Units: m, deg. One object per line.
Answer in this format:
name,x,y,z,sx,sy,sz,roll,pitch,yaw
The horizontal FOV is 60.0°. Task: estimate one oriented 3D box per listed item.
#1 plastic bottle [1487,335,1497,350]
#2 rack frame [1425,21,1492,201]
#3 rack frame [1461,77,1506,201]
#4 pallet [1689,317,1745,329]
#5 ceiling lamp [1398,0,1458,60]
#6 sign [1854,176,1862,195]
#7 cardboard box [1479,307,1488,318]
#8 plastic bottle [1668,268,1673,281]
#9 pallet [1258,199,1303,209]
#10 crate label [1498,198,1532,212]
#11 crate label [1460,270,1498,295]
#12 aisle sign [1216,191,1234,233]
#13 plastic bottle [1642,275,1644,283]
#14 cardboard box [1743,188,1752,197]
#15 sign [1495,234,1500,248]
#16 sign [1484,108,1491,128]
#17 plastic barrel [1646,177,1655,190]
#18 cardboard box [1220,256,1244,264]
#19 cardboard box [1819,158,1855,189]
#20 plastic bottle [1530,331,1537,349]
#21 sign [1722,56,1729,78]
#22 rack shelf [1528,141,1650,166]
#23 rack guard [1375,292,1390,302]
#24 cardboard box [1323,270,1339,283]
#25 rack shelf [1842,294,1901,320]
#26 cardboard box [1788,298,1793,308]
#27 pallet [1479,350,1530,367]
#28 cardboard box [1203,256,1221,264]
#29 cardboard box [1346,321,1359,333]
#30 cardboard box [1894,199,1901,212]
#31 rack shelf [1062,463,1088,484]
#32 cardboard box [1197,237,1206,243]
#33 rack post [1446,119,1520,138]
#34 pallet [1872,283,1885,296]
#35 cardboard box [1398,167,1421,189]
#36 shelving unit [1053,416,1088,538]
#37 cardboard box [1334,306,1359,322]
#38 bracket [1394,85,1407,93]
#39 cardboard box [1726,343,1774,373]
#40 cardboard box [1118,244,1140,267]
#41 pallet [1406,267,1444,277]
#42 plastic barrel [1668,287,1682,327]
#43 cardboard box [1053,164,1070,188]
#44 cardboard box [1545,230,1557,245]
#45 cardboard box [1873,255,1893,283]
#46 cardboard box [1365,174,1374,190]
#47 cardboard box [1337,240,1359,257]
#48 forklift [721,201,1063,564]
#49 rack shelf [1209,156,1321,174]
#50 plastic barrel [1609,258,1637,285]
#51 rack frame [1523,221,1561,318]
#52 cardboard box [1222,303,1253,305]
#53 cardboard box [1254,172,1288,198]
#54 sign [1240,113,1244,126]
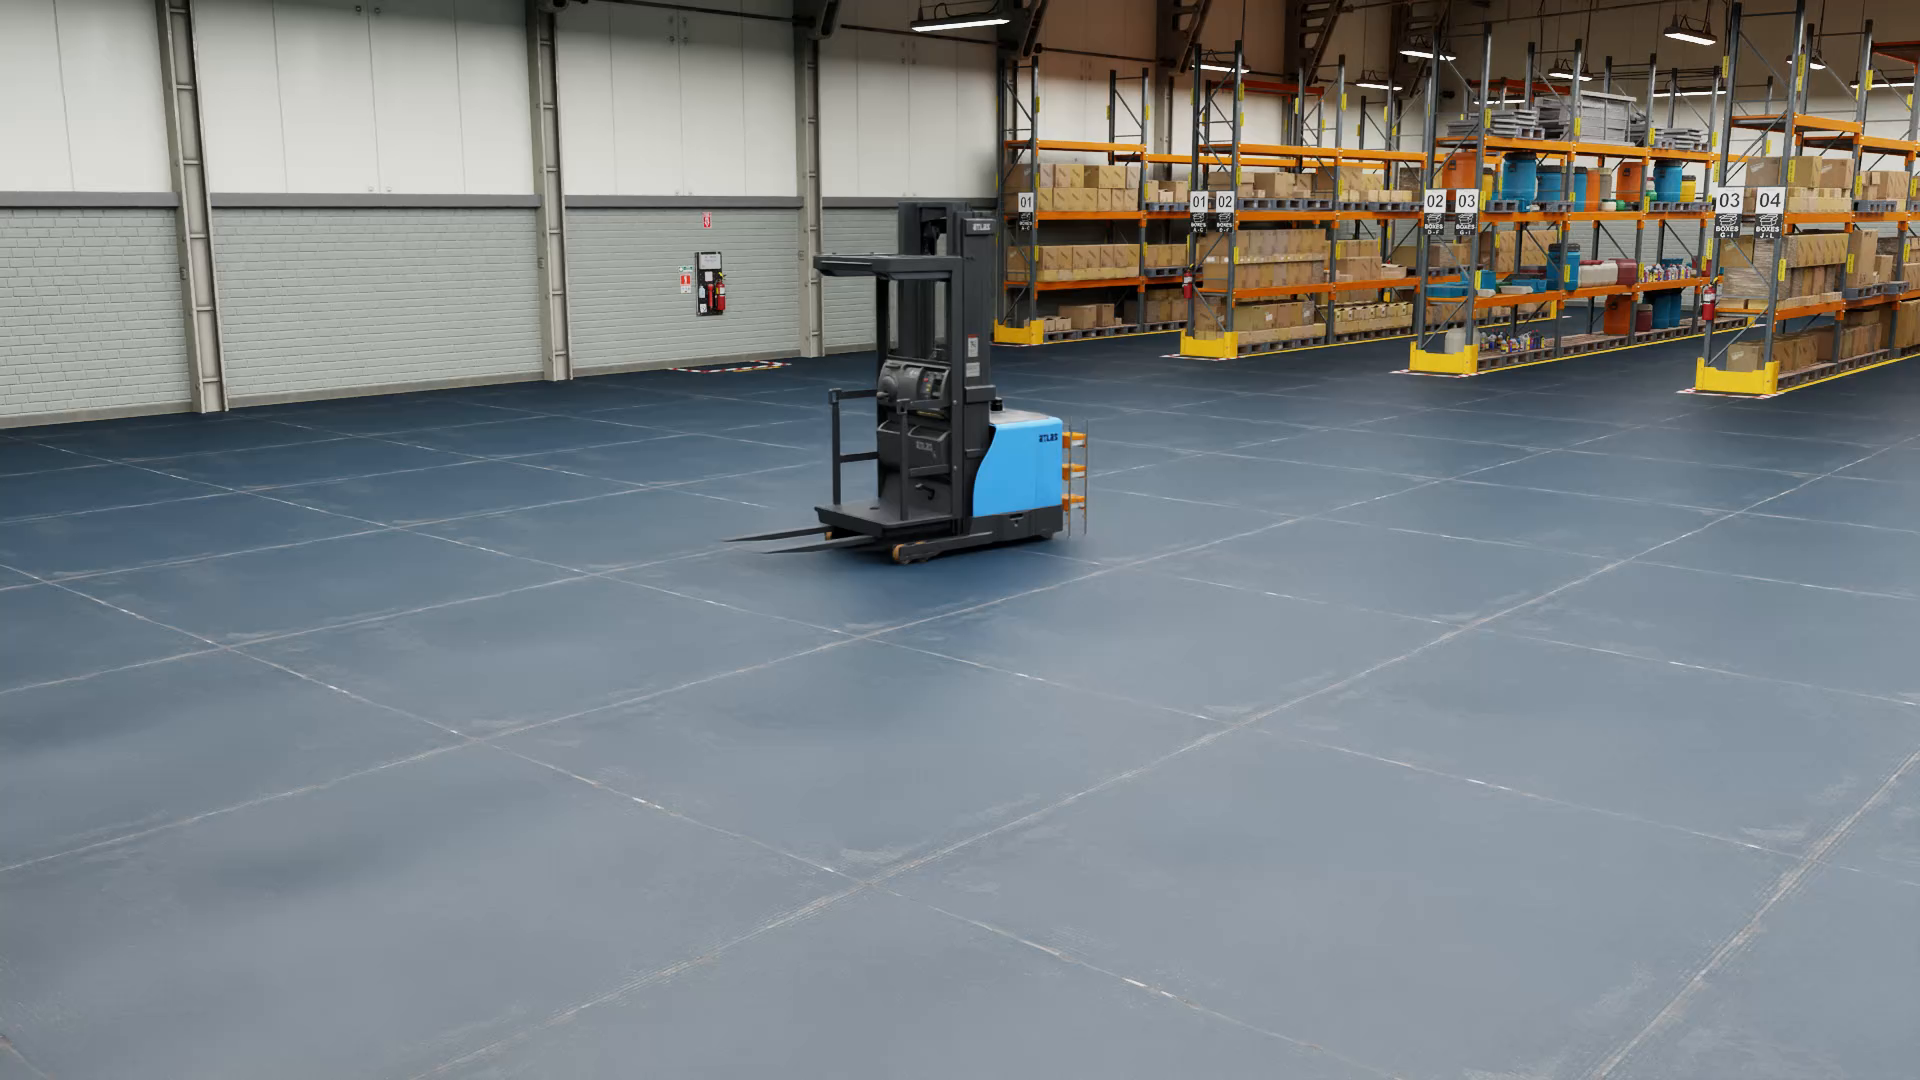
plastic bottle,10.186,-3.788,31.851,0.152,0.276,0.135,10,15,40
rack frame,8.667,-7.433,28.949,1.000,3.000,0.127,10,15,40
rack frame,12.870,-9.839,40.998,1.000,3.000,0.127,10,15,40
pallet,18.656,-5.361,41.013,1.003,0.211,1.213,10,15,40
ceiling lamp,9.528,-11.155,32.682,0.800,3.185,2.000,10,15,40
sign,15.441,-6.094,28.587,0.100,0.325,0.005,10,15,40
cardboard box,12.760,-5.778,41.238,0.500,0.500,0.500,10,15,40
plastic bottle,15.755,-5.914,36.978,0.152,0.276,0.135,10,15,40
pallet,6.241,-6.840,33.868,1.003,0.211,1.213,10,15,40
crate label,10.151,-6.121,30.422,0.502,0.251,0.408,10,15,40
crate label,9.679,-4.814,31.064,0.502,0.435,0.616,10,15,40
aisle sign,5.136,-6.357,32.244,0.394,0.787,0.004,10,15,40
plastic bottle,14.638,-5.620,35.698,0.097,0.201,0.097,0,11,0
cardboard box,12.337,-5.524,26.419,0.380,0.149,0.250,10,15,40
sign,13.290,-7.394,41.115,0.100,0.325,0.005,10,15,40
sign,9.078,-7.258,28.610,0.100,0.325,0.005,10,15,40
plastic barrel,15.005,-7.692,36.485,0.433,0.535,0.433,0,11,0
cardboard box,5.370,-5.529,32.822,0.380,0.149,0.250,10,15,40
cardboard box,14.923,-6.251,28.399,0.500,0.500,0.500,9,15,39
plastic bottle,10.973,-3.836,31.897,0.144,0.351,0.185,9,14,38
sign,11.985,-7.403,26.010,0.100,0.325,0.005,10,15,40
rack shelf,12.628,-7.766,33.478,1.077,0.370,4.000,10,15,40
rack guard,11.803,-6.903,47.998,1.175,0.500,0.348,10,15,40
cardboard box,7.882,-5.725,36.098,0.500,0.250,0.500,11,16,44
rack shelf,16.349,-4.380,30.821,1.077,0.370,4.000,10,15,40
cardboard box,13.260,-3.847,26.954,0.380,0.149,0.250,10,15,40
pallet,10.028,-3.438,31.386,1.003,0.211,1.213,10,15,40
cardboard box,5.058,-5.580,33.077,0.380,0.149,0.250,9,15,39
cardboard box,8.380,-4.680,36.433,0.500,0.250,0.500,10,15,42
cardboard box,17.222,-6.248,31.061,0.500,0.250,0.500,10,15,40
rack shelf,0.982,-0.553,14.851,0.215,0.259,0.240,-8,14,-33
cardboard box,6.100,-7.428,41.206,0.380,0.149,0.250,7,13,31
rack post,9.262,-7.282,29.472,0.954,0.300,0.937,-10,15,-41
pallet,16.393,-4.637,30.757,1.003,0.211,1.213,10,15,40
cardboard box,10.523,-8.382,38.554,0.500,0.500,0.500,10,15,40
shelving unit,0.982,-0.563,14.849,0.215,1.050,0.252,-8,14,-33
cardboard box,8.384,-4.954,36.374,0.500,0.311,0.500,10,15,40
bracket,12.913,-13.235,48.809,0.235,0.232,0.430,10,15,40
cardboard box,12.813,-2.920,26.983,0.500,0.500,0.500,-9,14,-37
cardboard box,3.786,-6.555,38.287,0.500,0.500,0.500,10,15,40
pallet,10.625,-6.323,39.202,1.213,0.211,1.003,10,15,40
plastic barrel,16.217,-5.355,38.151,0.600,0.901,0.708,10,15,40
cardboard box,2.031,-7.884,36.010,0.500,0.500,0.500,10,15,40
cardboard box,15.424,-7.924,43.918,0.500,0.500,0.500,10,15,40
cardboard box,17.049,-5.103,31.273,0.500,0.500,0.700,-9,15,-39
cardboard box,11.171,-9.931,46.255,0.500,0.500,0.500,10,15,42
cardboard box,10.476,-7.977,46.225,0.980,0.700,0.700,9,14,38
forklift,-0.556,-1.352,13.998,3.031,2.935,1.130,-9,14,-37
rack shelf,7.827,-9.636,42.838,1.077,0.370,4.000,10,15,40
plastic barrel,13.870,-5.627,34.878,0.600,0.536,0.708,10,15,40
rack frame,15.511,-7.486,44.532,1.000,3.000,0.127,10,15,40
cardboard box,5.729,-4.623,34.234,0.500,0.500,0.500,10,15,40
cardboard box,6.251,-7.135,33.434,0.500,0.500,0.500,10,15,40
sign,6.921,-10.319,40.812,0.100,0.325,0.005,10,15,40
